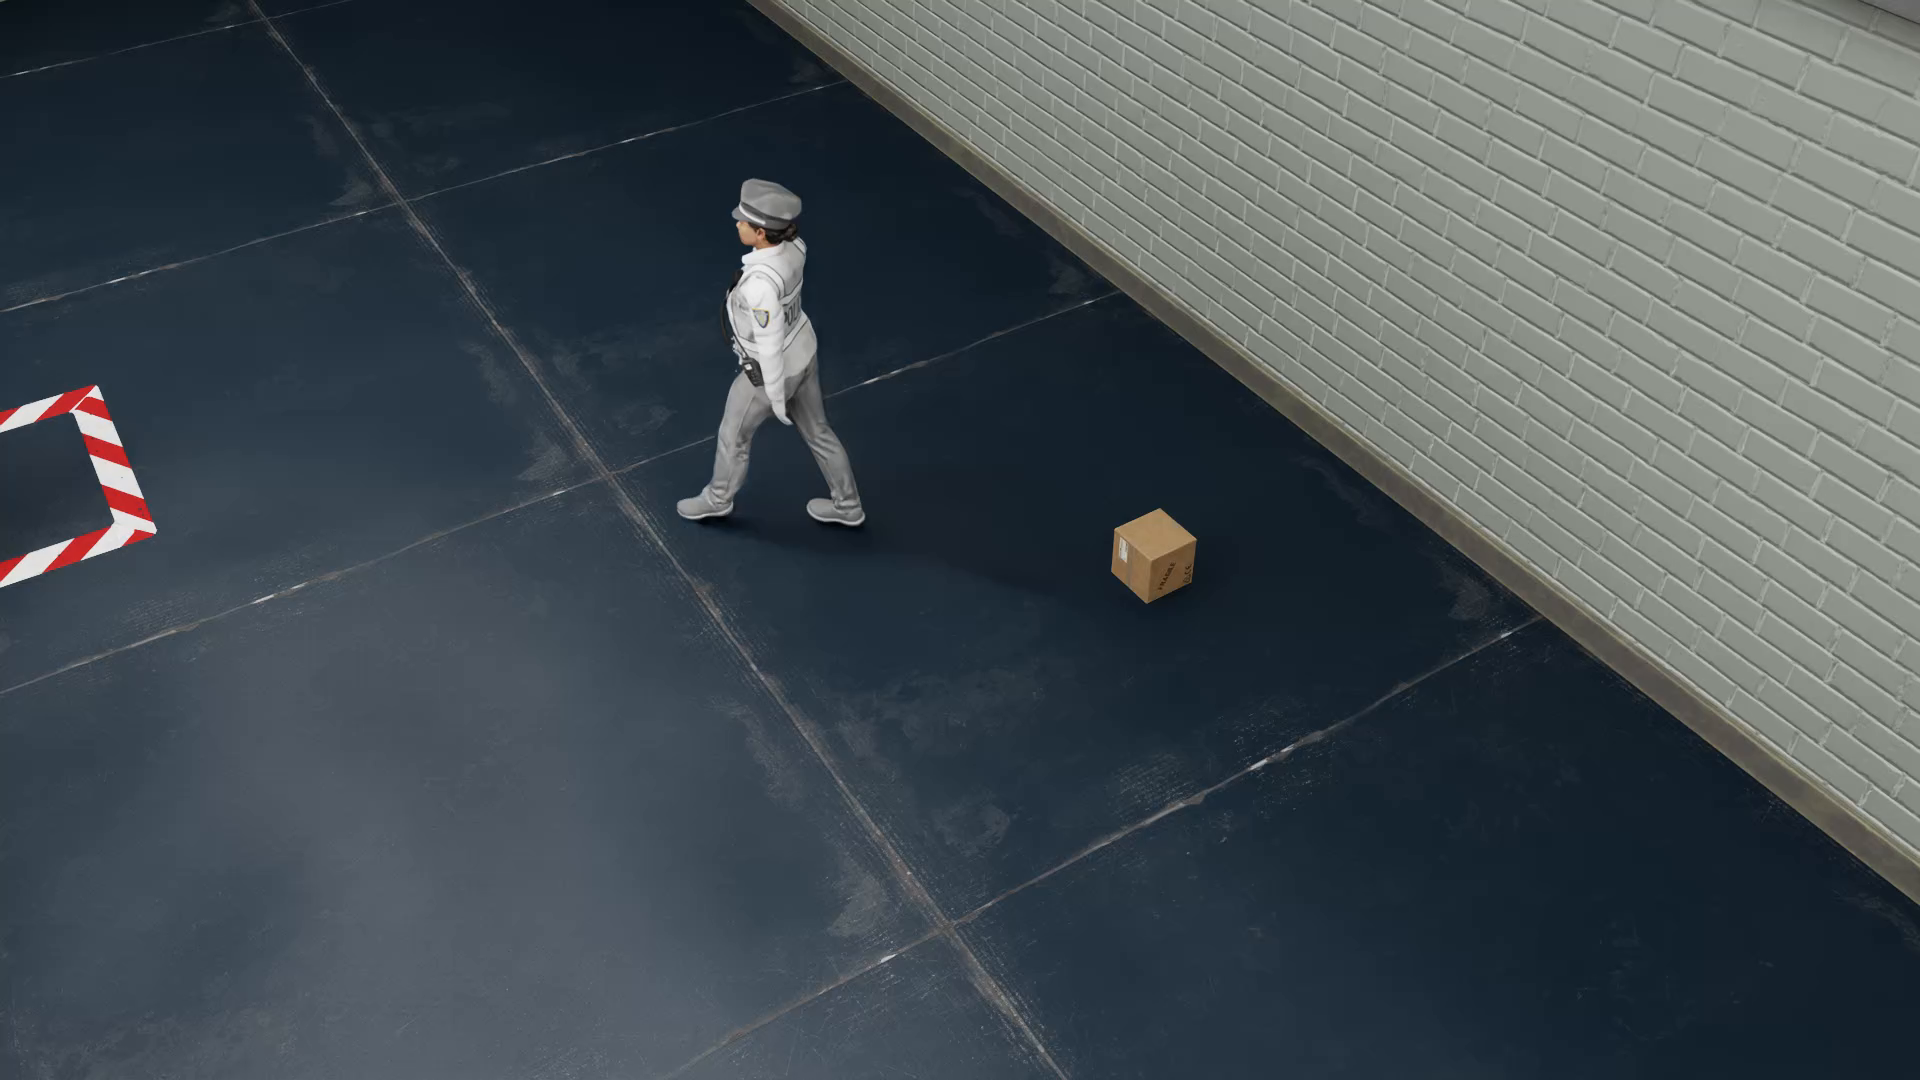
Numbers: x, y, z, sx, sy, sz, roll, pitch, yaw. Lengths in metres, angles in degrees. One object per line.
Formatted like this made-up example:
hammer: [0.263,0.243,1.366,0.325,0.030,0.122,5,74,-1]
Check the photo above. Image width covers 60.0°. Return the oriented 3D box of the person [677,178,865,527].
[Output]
person: [-0.839,-0.752,6.996,0.862,1.679,0.501,13,43,15]
